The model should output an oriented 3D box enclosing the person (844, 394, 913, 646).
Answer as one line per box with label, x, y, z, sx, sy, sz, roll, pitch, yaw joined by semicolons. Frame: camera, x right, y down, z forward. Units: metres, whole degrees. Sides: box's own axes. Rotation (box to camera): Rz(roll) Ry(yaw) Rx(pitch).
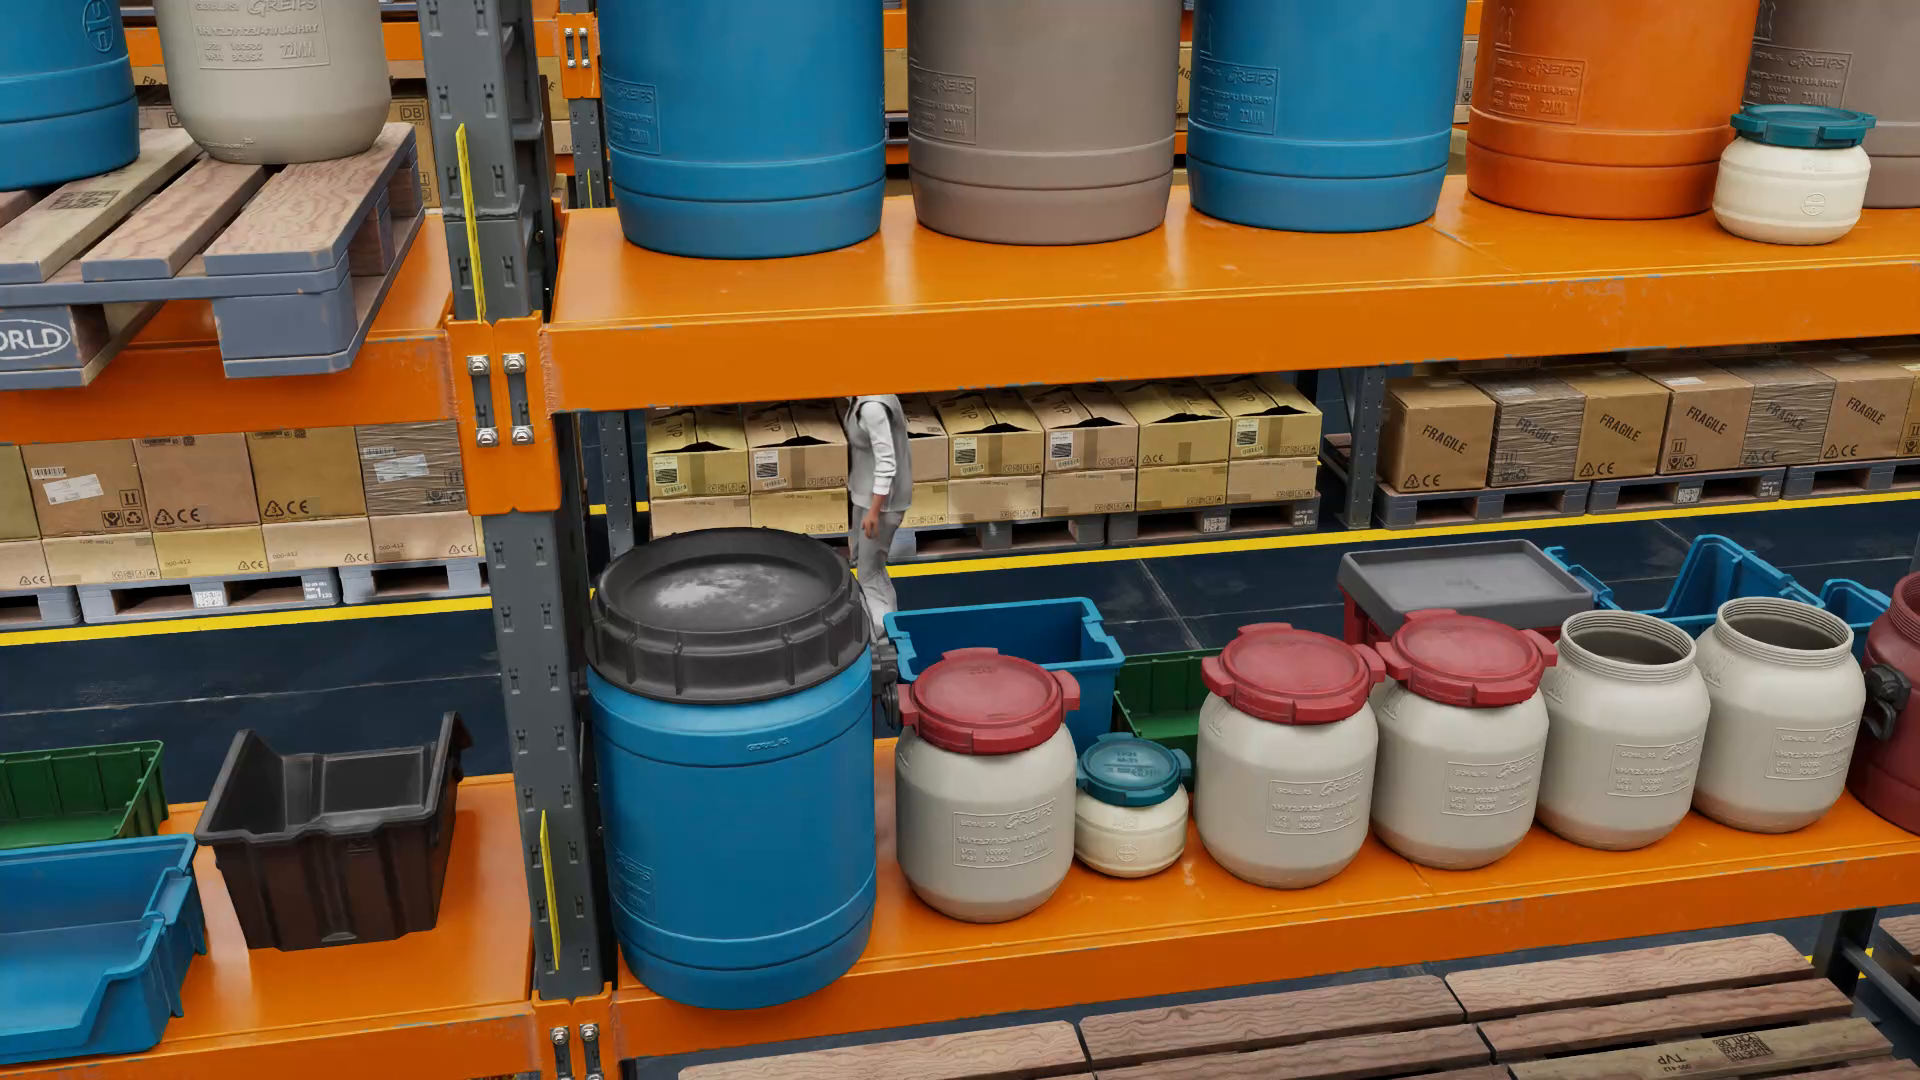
person;-0.393;-0.177;7.516;0.344;1.593;0.461;-5;24;-10
